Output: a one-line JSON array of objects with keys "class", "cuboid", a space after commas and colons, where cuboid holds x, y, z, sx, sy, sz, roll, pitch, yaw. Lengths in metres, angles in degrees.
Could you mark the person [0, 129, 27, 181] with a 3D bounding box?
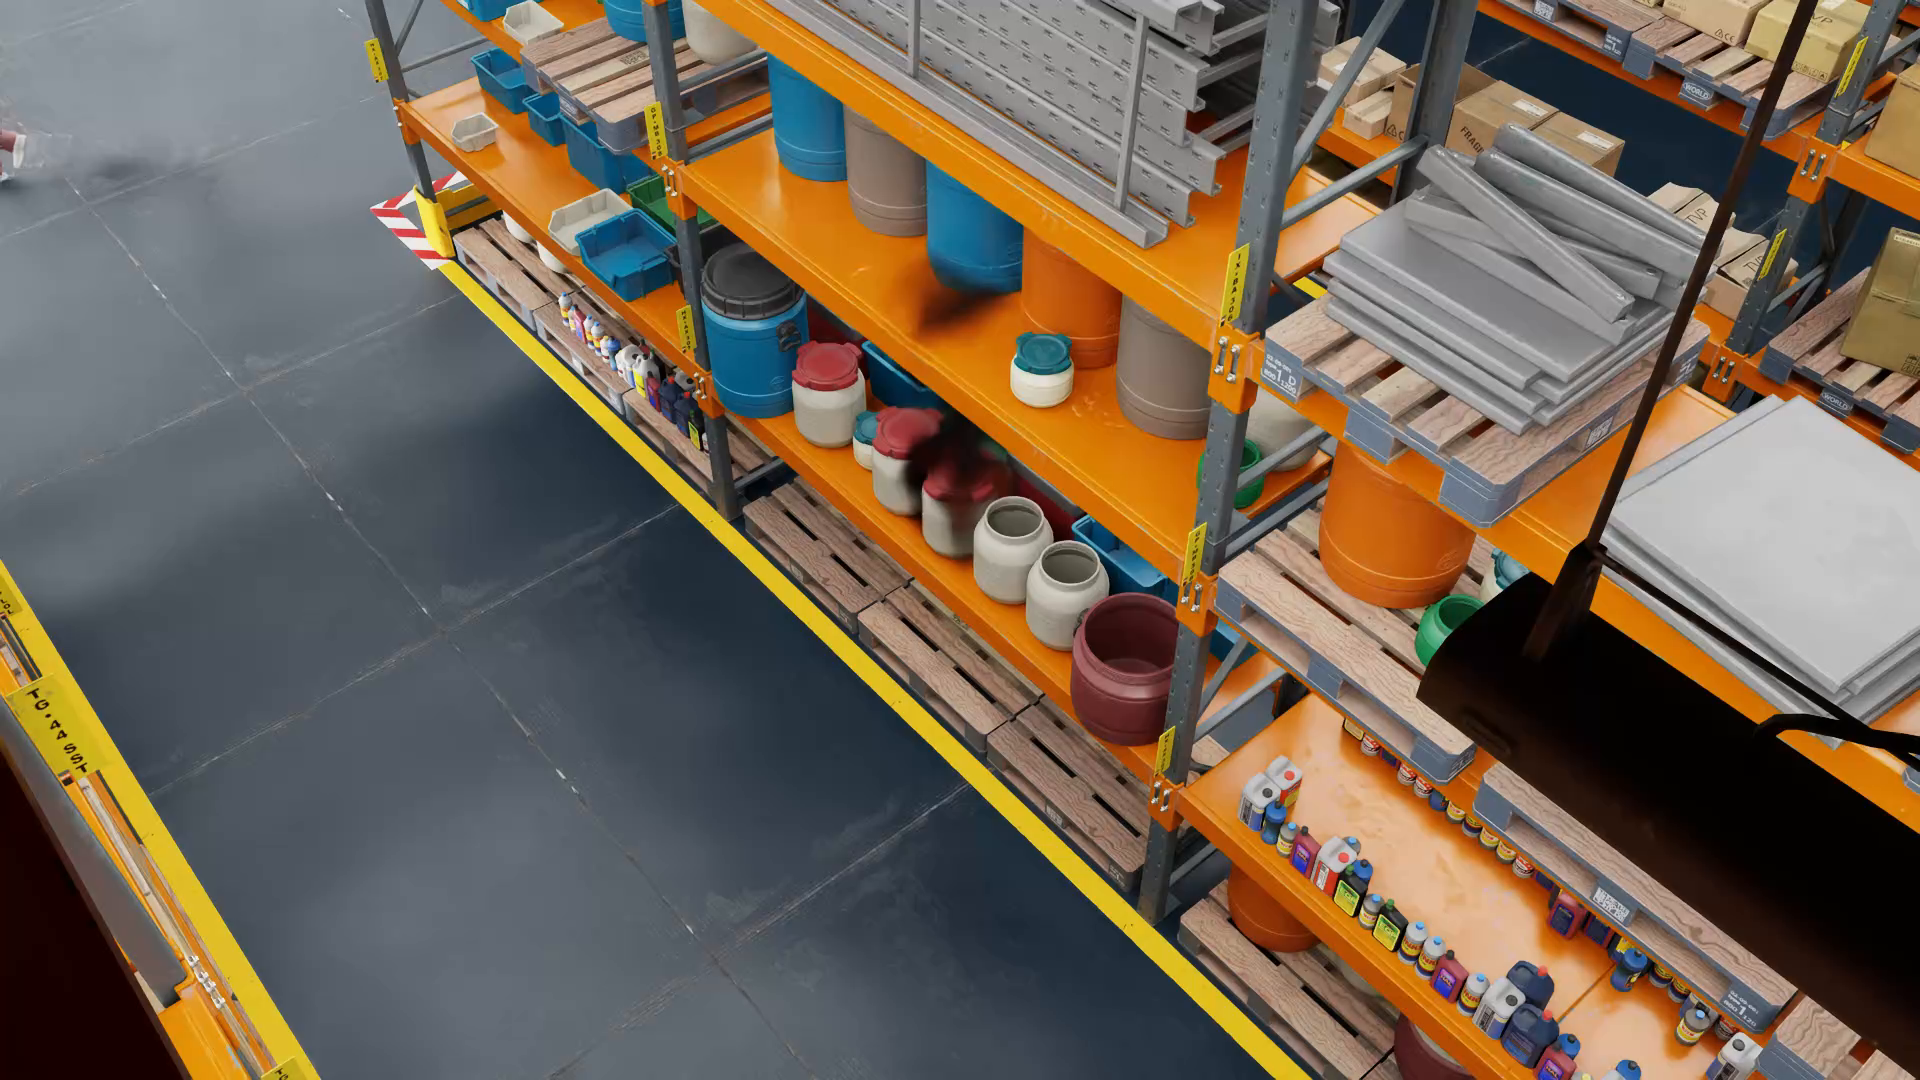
[{"class": "person", "cuboid": [-7.965, -3.562, 13.270, 0.593, 1.604, 0.582, -11, 48, -11]}]
